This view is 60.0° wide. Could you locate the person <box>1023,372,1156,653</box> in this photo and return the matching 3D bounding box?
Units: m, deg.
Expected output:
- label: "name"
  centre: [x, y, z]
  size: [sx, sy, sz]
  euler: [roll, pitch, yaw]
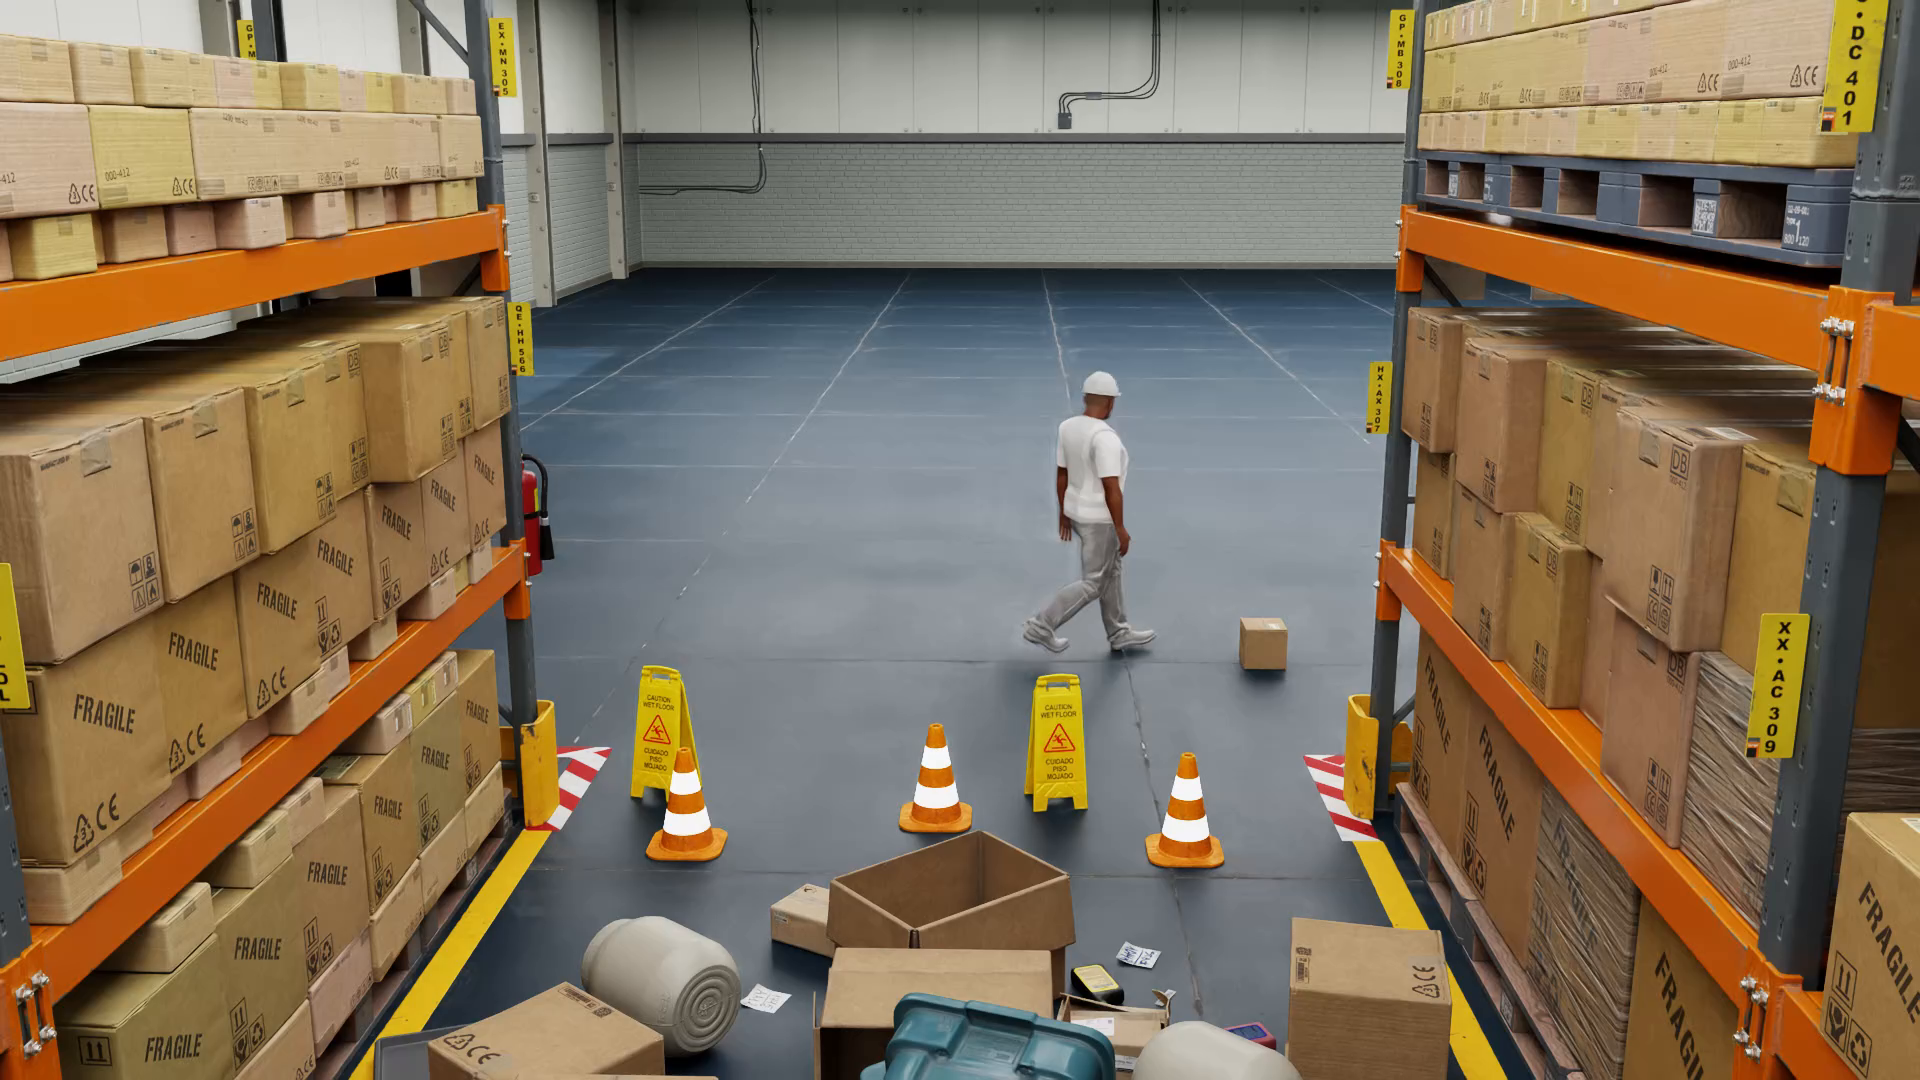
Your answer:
- label: "person"
  centre: [0.812, -0.135, 10.006]
  size: [0.927, 1.749, 0.606]
  euler: [-4, 14, -17]
